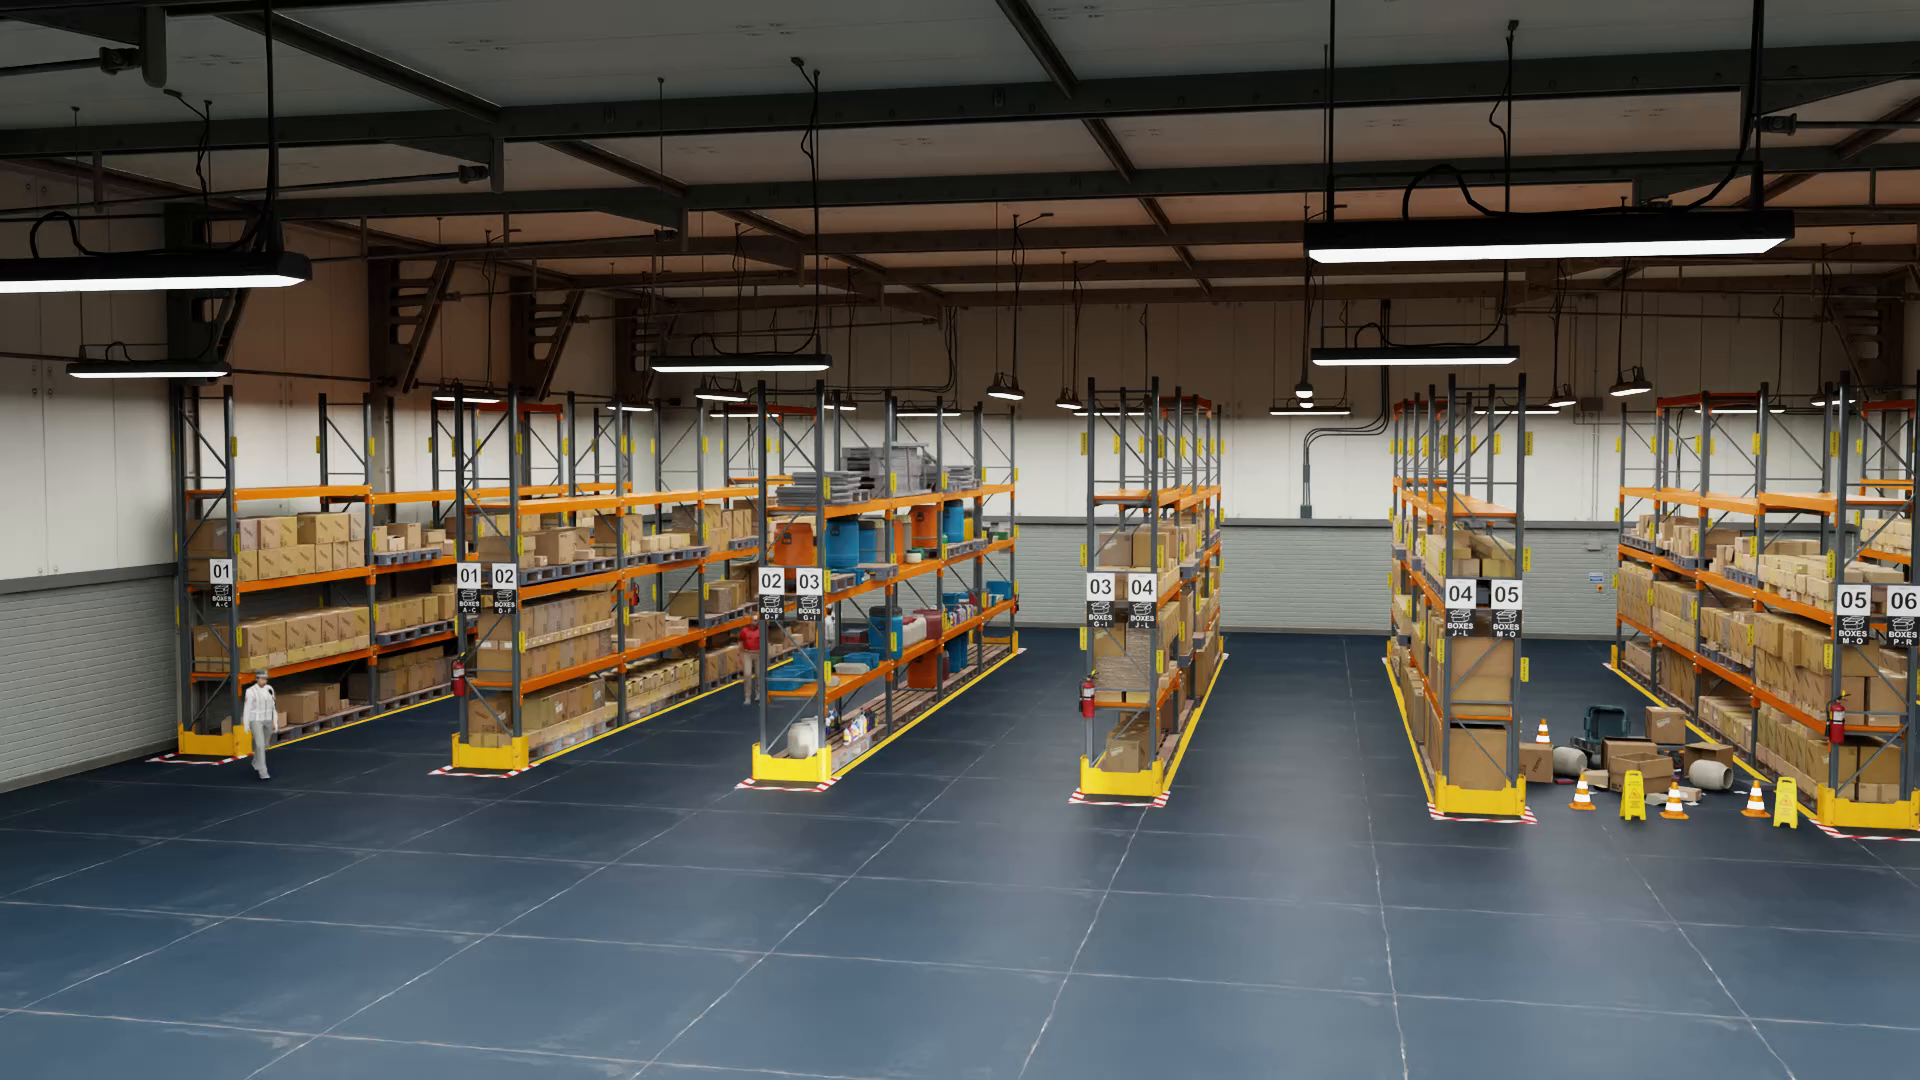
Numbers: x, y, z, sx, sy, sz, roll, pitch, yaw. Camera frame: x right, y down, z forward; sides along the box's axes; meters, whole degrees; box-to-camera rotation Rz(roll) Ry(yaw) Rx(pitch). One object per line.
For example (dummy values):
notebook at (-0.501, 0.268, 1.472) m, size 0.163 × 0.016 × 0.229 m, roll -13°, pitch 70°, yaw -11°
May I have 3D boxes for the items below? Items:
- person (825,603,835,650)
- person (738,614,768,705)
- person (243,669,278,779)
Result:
person at (-2.859, 2.151, 36.214) m, size 0.507 × 1.601 × 1.005 m, roll 0°, pitch 3°, yaw -1°
person at (-4.044, 2.337, 32.643) m, size 0.566 × 1.732 × 0.780 m, roll -1°, pitch 3°, yaw -12°
person at (-10.655, 2.766, 25.332) m, size 0.855 × 1.624 × 0.489 m, roll 2°, pitch 4°, yaw 31°
